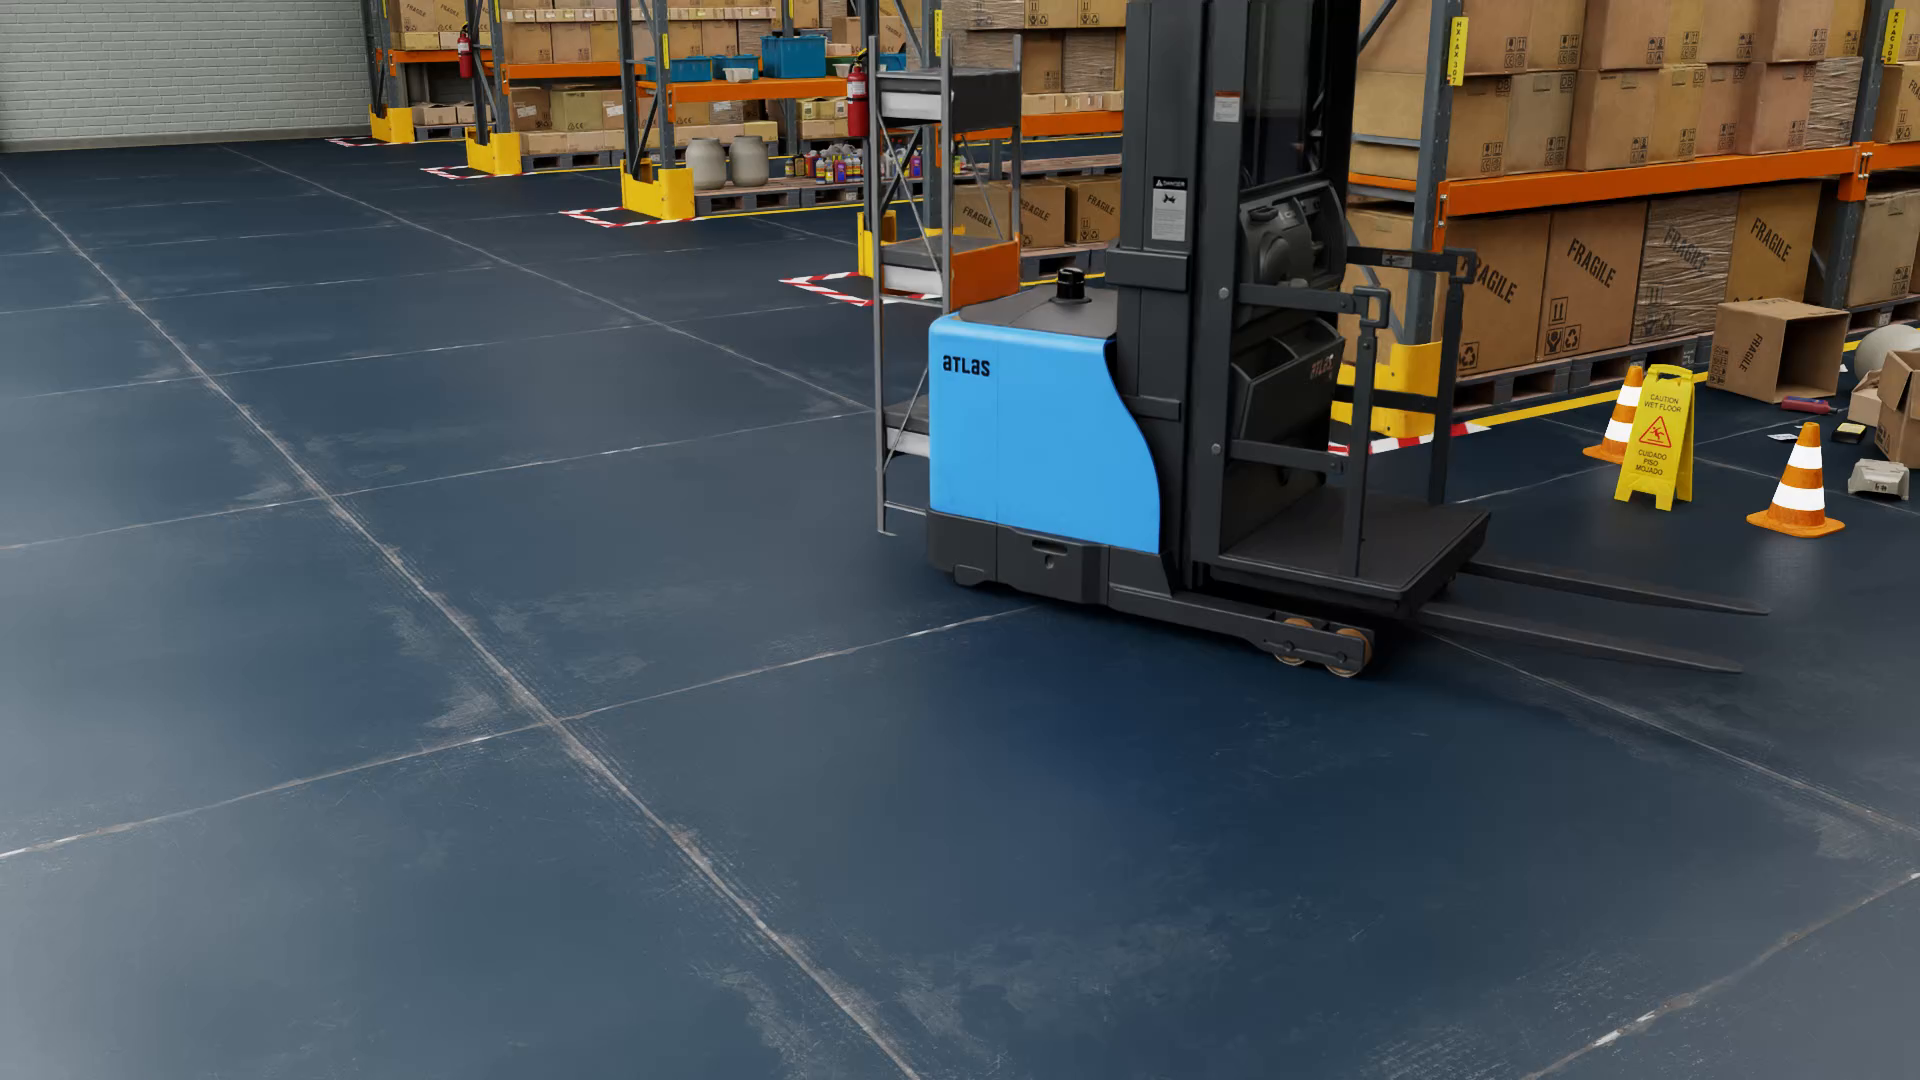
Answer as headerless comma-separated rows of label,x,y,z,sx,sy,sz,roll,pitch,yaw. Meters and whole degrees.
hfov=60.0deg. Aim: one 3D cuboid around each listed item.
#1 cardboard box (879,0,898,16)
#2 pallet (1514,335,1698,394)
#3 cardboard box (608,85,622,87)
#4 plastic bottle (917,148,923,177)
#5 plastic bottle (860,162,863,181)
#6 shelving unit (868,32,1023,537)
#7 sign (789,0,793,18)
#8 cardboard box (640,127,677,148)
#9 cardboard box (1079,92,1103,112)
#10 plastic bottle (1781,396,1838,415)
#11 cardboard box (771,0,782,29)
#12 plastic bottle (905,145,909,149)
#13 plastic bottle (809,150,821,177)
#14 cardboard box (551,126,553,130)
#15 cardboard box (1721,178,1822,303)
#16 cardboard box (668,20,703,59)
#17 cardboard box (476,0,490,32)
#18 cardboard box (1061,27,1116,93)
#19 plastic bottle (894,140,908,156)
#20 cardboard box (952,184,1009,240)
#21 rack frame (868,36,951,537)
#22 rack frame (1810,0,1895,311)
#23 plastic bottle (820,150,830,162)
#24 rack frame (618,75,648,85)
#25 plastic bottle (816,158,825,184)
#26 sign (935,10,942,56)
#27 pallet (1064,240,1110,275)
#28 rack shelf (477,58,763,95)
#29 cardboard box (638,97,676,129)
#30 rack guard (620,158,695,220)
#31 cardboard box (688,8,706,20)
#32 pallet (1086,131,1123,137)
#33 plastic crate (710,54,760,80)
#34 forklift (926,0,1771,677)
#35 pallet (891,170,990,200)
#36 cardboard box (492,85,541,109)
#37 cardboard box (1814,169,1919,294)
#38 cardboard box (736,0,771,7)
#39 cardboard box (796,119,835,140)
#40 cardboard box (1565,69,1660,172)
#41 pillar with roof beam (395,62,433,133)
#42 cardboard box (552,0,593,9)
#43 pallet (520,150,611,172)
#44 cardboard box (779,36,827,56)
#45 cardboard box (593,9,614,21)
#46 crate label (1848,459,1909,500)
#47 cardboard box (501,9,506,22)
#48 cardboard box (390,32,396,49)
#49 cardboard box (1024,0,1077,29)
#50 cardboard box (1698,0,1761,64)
cardboard box,-1.405,-9.085,28.782,0.500,0.500,0.500,-11,22,-30
pallet,3.826,-1.196,10.453,1.213,0.211,1.003,-12,22,-31
cardboard box,-4.376,-5.830,22.273,0.500,0.500,0.500,-12,22,-31
plastic bottle,-0.383,-4.245,18.566,0.185,0.351,0.144,-13,23,-34
plastic bottle,-1.046,-4.025,18.150,0.097,0.201,0.097,0,19,0
shelving unit,-0.054,-1.048,7.065,0.431,2.100,0.503,14,23,35
sign,-2.258,-7.140,22.207,0.005,0.325,0.100,-12,22,-31
cardboard box,-4.082,-5.332,21.969,0.500,0.250,0.500,-12,22,-31
cardboard box,0.949,-3.575,13.530,0.250,0.149,0.380,-12,22,-31
plastic bottle,4.803,-0.756,9.387,0.283,0.061,0.133,13,23,34
cardboard box,-3.367,-8.815,27.792,0.500,0.500,0.700,-12,22,-31
plastic bottle,-0.606,-4.430,19.232,0.135,0.276,0.152,-11,22,-29
plastic bottle,-1.607,-4.182,18.486,0.133,0.283,0.061,-12,22,-31
cardboard box,-5.209,-5.298,21.869,0.500,0.250,0.500,-12,22,-31
cardboard box,4.960,-1.947,10.981,0.875,0.875,0.875,-12,22,-31
cardboard box,-3.790,-6.627,22.006,0.500,0.500,0.700,-12,22,-31
cardboard box,-7.216,-7.932,25.055,0.500,0.500,0.500,-13,22,-33
cardboard box,0.807,-3.961,13.656,0.500,0.500,0.875,-12,22,-31
plastic bottle,-0.667,-4.399,19.023,0.185,0.351,0.144,-12,22,-31
cardboard box,0.070,-2.606,13.518,0.500,0.500,0.500,-8,20,-21
rack frame,-0.200,-0.985,6.880,0.400,2.100,0.015,14,23,35
rack frame,5.524,-2.846,10.980,0.127,3.000,1.000,-12,22,-31
plastic bottle,-1.550,-4.231,18.643,0.135,0.276,0.152,-13,22,-33
rack frame,-5.292,-8.165,26.714,0.127,3.000,1.000,-12,22,-31
plastic bottle,-1.499,-3.963,17.856,0.097,0.271,0.097,0,19,0
sign,-0.162,-3.751,12.305,0.005,0.325,0.100,-12,22,-31
pallet,1.319,-2.526,14.386,1.213,0.211,1.003,-12,22,-31
rack shelf,-4.235,-6.148,21.870,4.000,0.370,1.077,-12,22,-31
cardboard box,-4.081,-5.687,21.848,0.500,0.500,0.500,-12,22,-31
rack guard,-3.147,-3.653,17.269,0.348,0.500,1.175,-12,22,-31
cardboard box,-3.525,-6.912,21.837,0.250,0.149,0.380,-12,22,-32
pallet,2.438,-6.560,26.318,1.213,0.211,1.003,-12,22,-31
plastic crate,-2.385,-5.022,17.647,0.408,0.251,0.499,-12,22,-31
forklift,1.384,-1.103,5.930,3.031,2.935,1.130,11,22,30
pallet,-0.427,-4.087,19.005,1.213,0.211,1.003,-12,22,-31
cardboard box,-6.889,-6.799,25.889,0.500,0.500,0.700,-14,23,-35
cardboard box,6.801,-2.282,12.167,0.750,0.750,1.050,-12,22,-31
cardboard box,-2.932,-7.423,22.337,0.500,0.500,0.700,-12,22,-31
cardboard box,-2.092,-5.742,23.184,0.500,0.250,0.500,-13,22,-33
cardboard box,3.452,-2.458,9.597,0.550,0.550,0.875,-12,22,-31
pillar with roof beam,-6.156,-9.506,21.312,0.400,9.000,9.100,-12,22,-31
cardboard box,-5.028,-6.981,21.028,0.500,0.500,0.700,-13,22,-33
pallet,-5.290,-4.961,21.591,1.213,0.211,1.003,-12,22,-31
cardboard box,-2.178,-6.868,23.112,0.500,0.250,0.500,-10,21,-28
cardboard box,-4.598,-6.685,21.166,0.250,0.149,0.380,-13,23,-33
crate label,4.368,-0.292,7.895,0.250,0.136,0.298,9,21,25
cardboard box,-5.691,-6.609,20.943,0.250,0.149,0.380,-12,22,-32
cardboard box,-8.349,-7.533,25.048,0.500,0.250,0.500,-12,22,-31
cardboard box,0.570,-4.258,12.975,0.500,0.500,0.500,-12,22,-31
cardboard box,4.275,-3.187,10.067,0.550,0.550,0.875,-12,22,-31
